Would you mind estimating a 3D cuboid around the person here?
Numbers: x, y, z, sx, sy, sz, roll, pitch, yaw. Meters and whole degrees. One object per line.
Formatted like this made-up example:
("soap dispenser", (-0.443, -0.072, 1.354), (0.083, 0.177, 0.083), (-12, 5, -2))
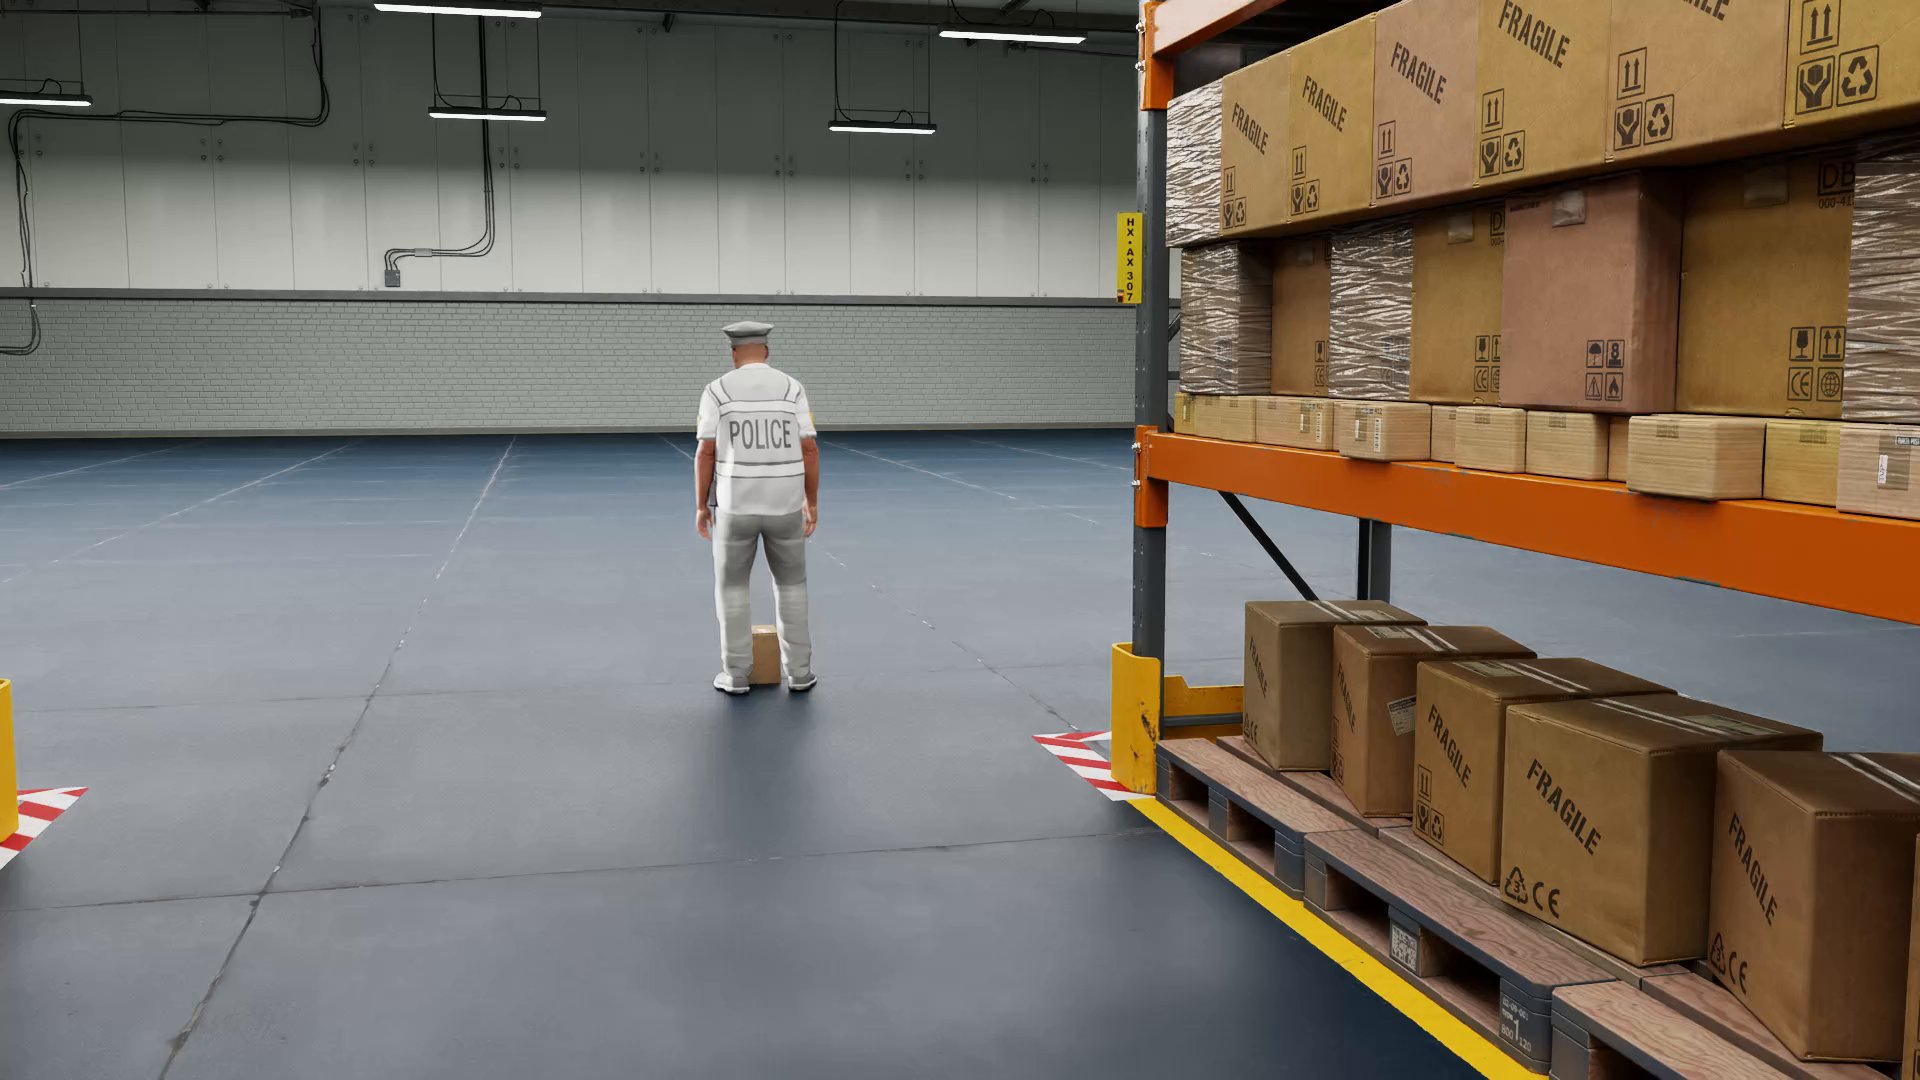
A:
("person", (-0.953, -0.152, 7.853), (0.586, 1.745, 0.433), (-2, 6, -14))
